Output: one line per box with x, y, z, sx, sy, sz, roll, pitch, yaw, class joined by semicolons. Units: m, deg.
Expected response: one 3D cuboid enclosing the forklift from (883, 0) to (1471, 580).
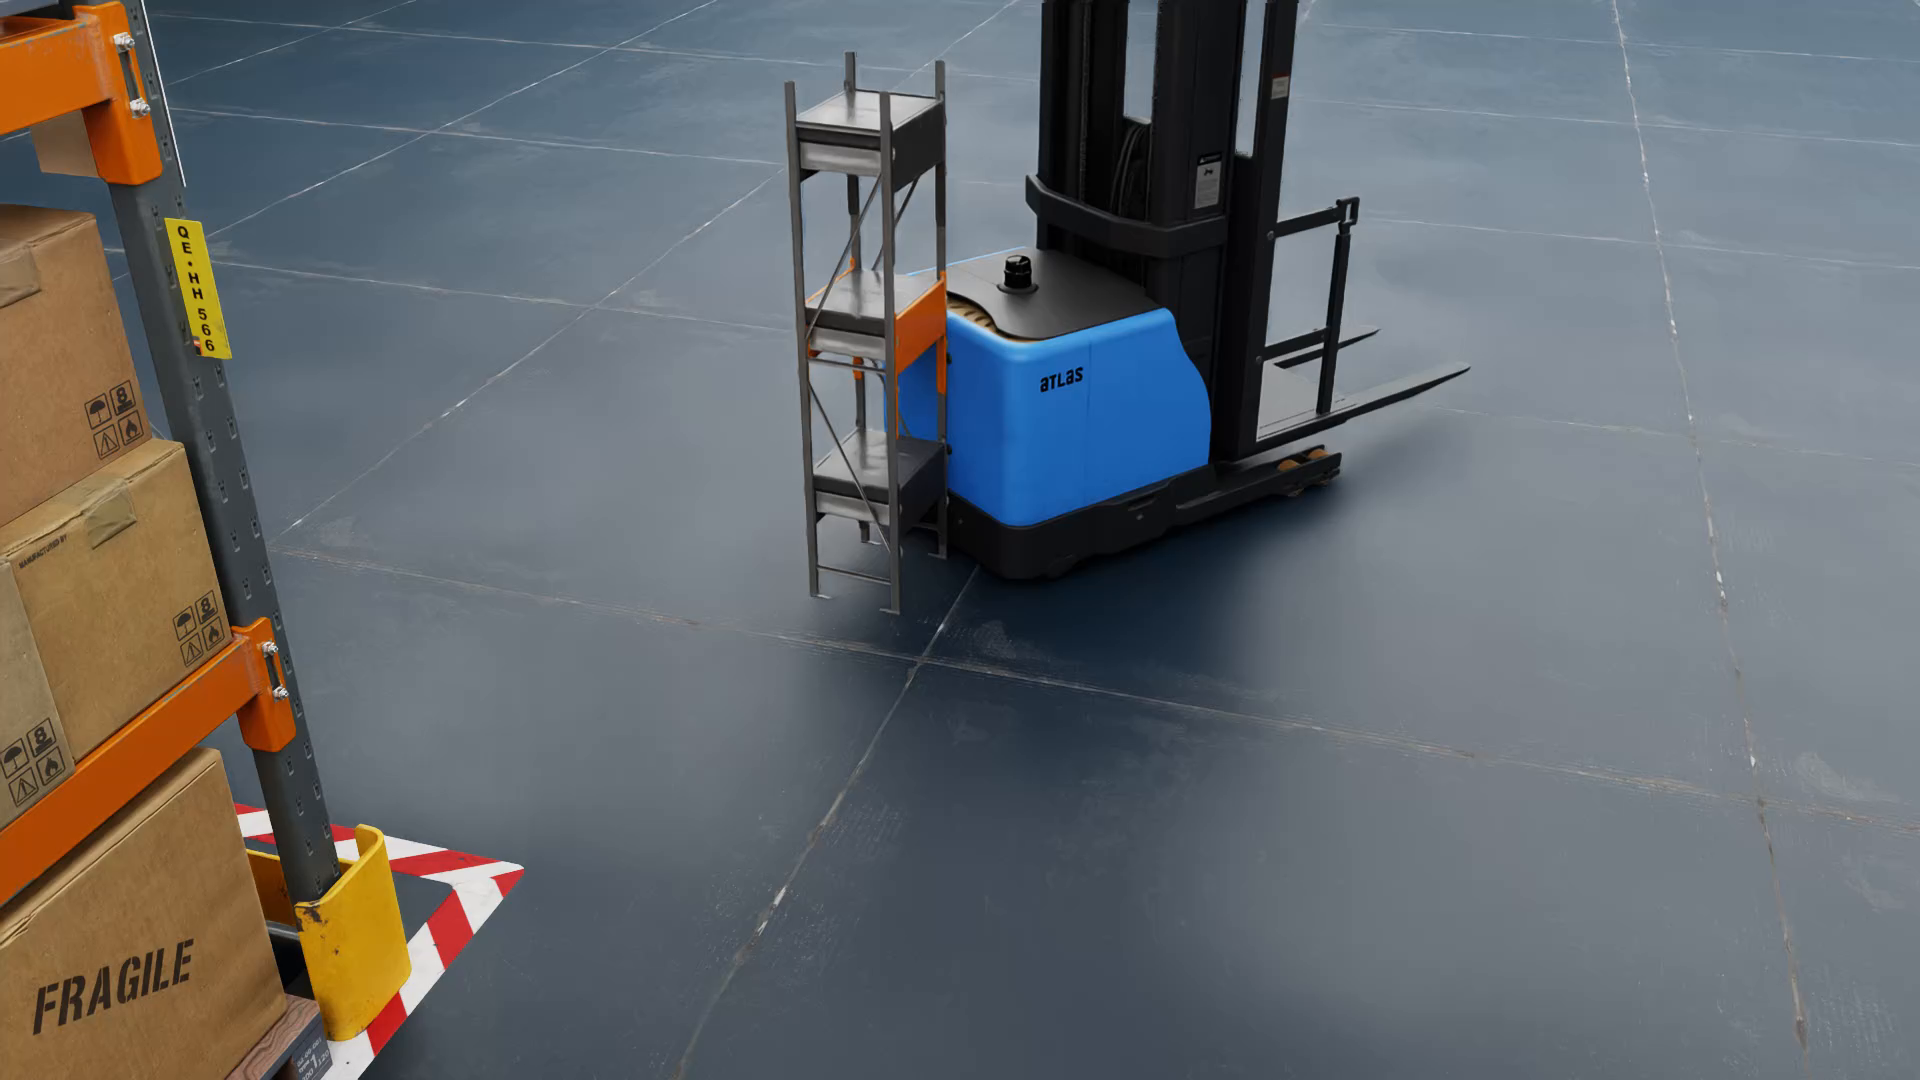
1.148;-1.668;7.234;3.031;2.935;1.130;-19;34;-30;forklift

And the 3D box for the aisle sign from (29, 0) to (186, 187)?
-1.922;-1.163;3.581;0.394;0.787;0.004;8;30;15;aisle sign

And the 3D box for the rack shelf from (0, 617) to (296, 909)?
-2.817;1.207;2.735;1.077;0.370;4.000;8;30;15;rack shelf

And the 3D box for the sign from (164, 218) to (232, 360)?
-1.715;-0.562;3.741;0.100;0.325;0.005;8;30;15;sign

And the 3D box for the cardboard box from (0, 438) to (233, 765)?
-2.295;0.077;3.873;0.875;0.550;0.550;8;30;15;cardboard box

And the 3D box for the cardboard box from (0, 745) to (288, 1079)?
-2.366;1.033;4.062;0.875;0.875;0.875;9;30;15;cardboard box

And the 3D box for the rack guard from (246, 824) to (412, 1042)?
-2.223;1.044;4.858;1.175;0.500;0.348;8;30;15;rack guard

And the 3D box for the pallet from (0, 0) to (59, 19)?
-2.438;-0.963;2.901;1.003;0.211;1.213;8;30;15;pallet

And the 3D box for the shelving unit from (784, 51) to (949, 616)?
-0.334;-0.760;6.457;0.431;2.100;0.503;11;31;19;shelving unit

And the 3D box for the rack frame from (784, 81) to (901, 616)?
-0.427;-0.650;6.259;0.400;2.100;0.015;11;31;19;rack frame

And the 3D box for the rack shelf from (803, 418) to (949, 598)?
-0.334;-0.137;6.804;0.431;0.518;0.480;11;31;19;rack shelf

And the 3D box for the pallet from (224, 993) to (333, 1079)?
-2.390;1.565;4.221;1.003;0.211;1.213;8;30;15;pallet

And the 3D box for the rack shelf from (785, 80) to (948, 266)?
-0.334;-1.360;6.123;0.431;0.518;0.480;11;31;19;rack shelf

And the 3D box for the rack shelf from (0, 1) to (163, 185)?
-2.817;-0.104;2.006;1.077;0.370;4.000;8;30;15;rack shelf

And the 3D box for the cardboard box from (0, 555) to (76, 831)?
-2.436;0.335;3.407;0.875;0.550;0.550;8;30;15;cardboard box

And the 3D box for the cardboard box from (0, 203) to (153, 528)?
-2.376;-0.407;3.632;0.875;0.550;0.550;8;30;15;cardboard box

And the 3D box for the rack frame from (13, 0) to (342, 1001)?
-2.230;-0.037;4.231;1.000;3.000;0.127;8;30;15;rack frame

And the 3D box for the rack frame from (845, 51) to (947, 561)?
-0.242;-0.870;6.654;0.400;2.100;0.015;11;31;19;rack frame

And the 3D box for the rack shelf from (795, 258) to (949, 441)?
-0.334;-0.748;6.463;0.431;0.518;0.480;11;31;19;rack shelf

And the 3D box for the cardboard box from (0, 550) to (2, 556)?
-2.449;-0.139;3.148;0.875;0.550;0.550;8;30;15;cardboard box
